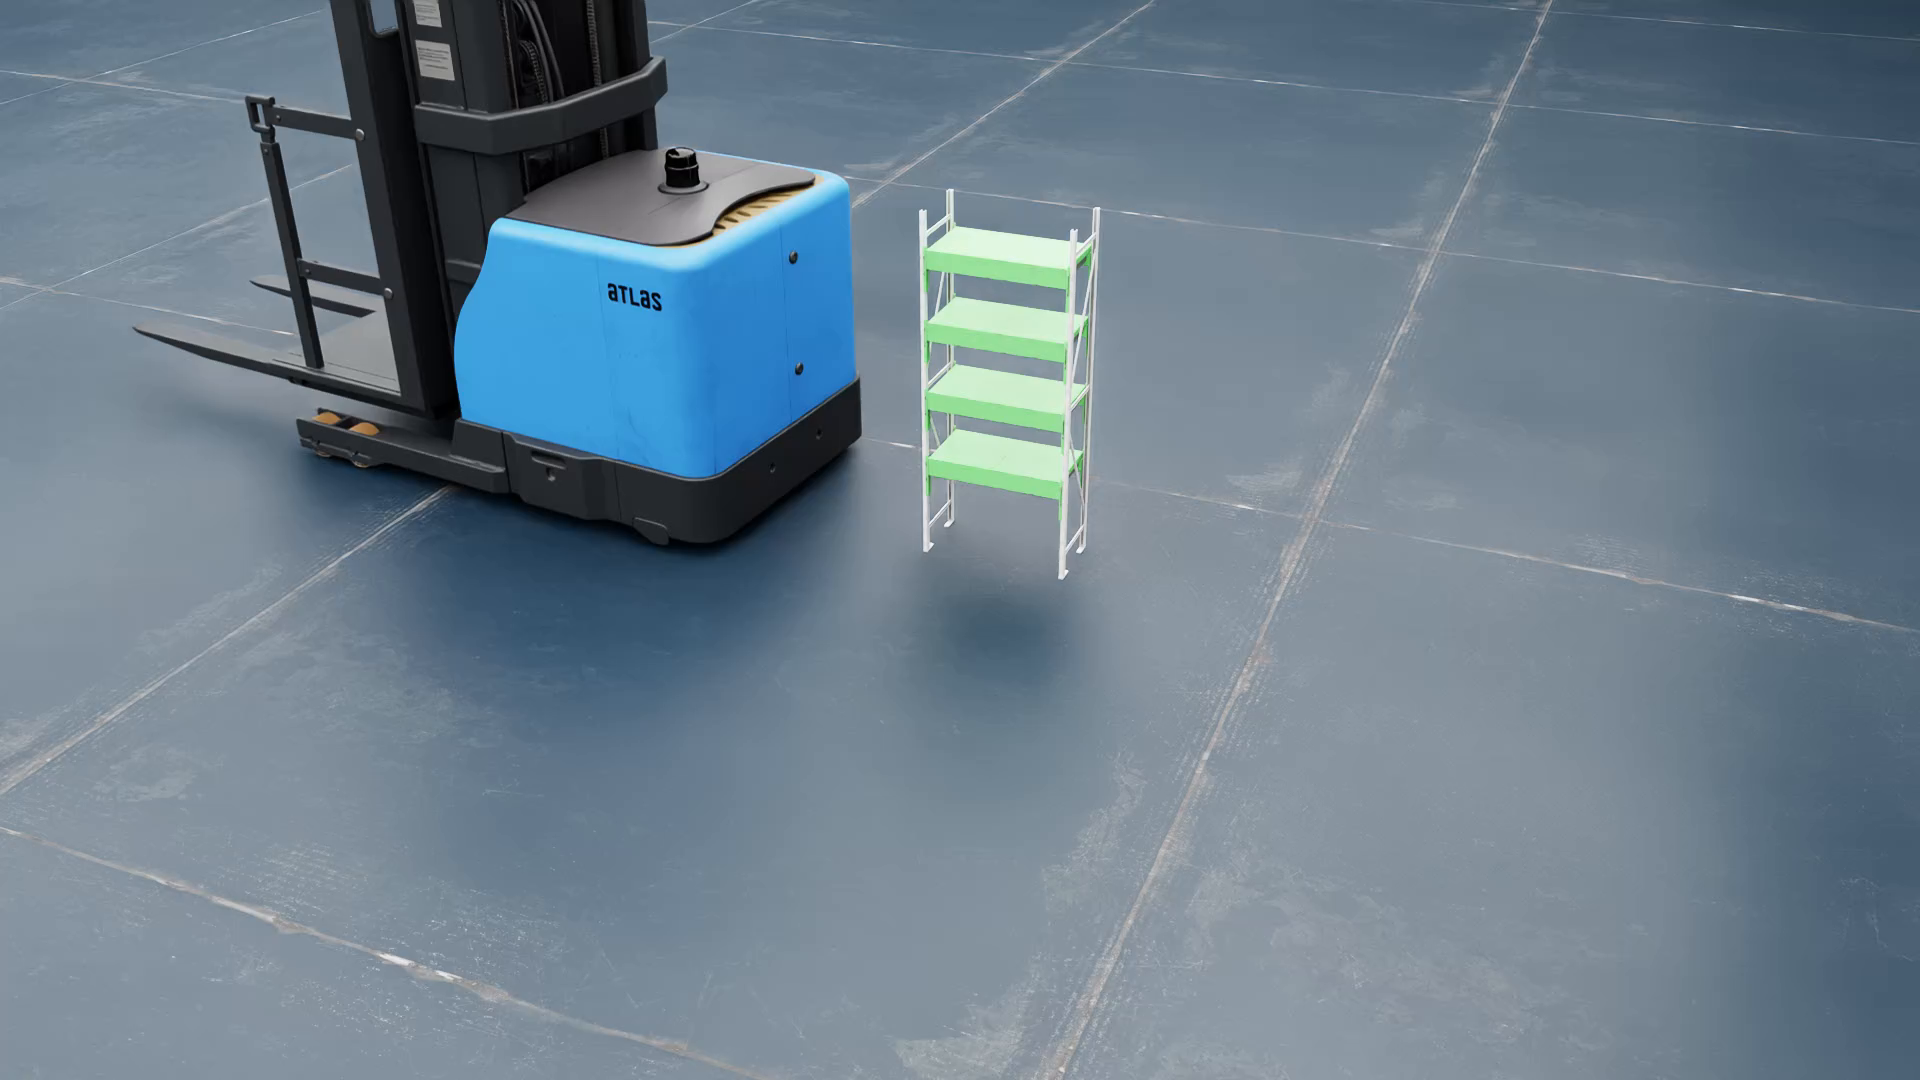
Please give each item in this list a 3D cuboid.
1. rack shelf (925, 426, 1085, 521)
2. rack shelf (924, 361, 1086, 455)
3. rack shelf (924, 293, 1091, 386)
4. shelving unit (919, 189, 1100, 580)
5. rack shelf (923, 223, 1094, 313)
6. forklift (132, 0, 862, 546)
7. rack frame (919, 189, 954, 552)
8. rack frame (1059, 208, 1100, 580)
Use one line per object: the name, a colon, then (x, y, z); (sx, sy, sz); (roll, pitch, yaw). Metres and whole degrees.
rack shelf: (0.153, -0.227, 5.550); (0.480, 0.148, 0.258); (11, 31, 19)
rack shelf: (0.153, -0.436, 5.432); (0.480, 0.148, 0.258); (11, 31, 19)
rack shelf: (0.153, -0.645, 5.314); (0.480, 0.148, 0.258); (11, 31, 19)
shelving unit: (0.153, -0.492, 5.401); (0.503, 1.200, 0.258); (11, 31, 19)
rack shelf: (0.153, -0.854, 5.196); (0.480, 0.148, 0.258); (11, 31, 19)
forklift: (-1.920, -1.759, 5.883); (3.031, 2.935, 1.130); (15, 33, 24)
rack frame: (-0.073, -0.537, 5.480); (0.015, 1.200, 0.240); (11, 31, 19)
rack frame: (0.379, -0.447, 5.321); (0.015, 1.200, 0.240); (11, 31, 19)
